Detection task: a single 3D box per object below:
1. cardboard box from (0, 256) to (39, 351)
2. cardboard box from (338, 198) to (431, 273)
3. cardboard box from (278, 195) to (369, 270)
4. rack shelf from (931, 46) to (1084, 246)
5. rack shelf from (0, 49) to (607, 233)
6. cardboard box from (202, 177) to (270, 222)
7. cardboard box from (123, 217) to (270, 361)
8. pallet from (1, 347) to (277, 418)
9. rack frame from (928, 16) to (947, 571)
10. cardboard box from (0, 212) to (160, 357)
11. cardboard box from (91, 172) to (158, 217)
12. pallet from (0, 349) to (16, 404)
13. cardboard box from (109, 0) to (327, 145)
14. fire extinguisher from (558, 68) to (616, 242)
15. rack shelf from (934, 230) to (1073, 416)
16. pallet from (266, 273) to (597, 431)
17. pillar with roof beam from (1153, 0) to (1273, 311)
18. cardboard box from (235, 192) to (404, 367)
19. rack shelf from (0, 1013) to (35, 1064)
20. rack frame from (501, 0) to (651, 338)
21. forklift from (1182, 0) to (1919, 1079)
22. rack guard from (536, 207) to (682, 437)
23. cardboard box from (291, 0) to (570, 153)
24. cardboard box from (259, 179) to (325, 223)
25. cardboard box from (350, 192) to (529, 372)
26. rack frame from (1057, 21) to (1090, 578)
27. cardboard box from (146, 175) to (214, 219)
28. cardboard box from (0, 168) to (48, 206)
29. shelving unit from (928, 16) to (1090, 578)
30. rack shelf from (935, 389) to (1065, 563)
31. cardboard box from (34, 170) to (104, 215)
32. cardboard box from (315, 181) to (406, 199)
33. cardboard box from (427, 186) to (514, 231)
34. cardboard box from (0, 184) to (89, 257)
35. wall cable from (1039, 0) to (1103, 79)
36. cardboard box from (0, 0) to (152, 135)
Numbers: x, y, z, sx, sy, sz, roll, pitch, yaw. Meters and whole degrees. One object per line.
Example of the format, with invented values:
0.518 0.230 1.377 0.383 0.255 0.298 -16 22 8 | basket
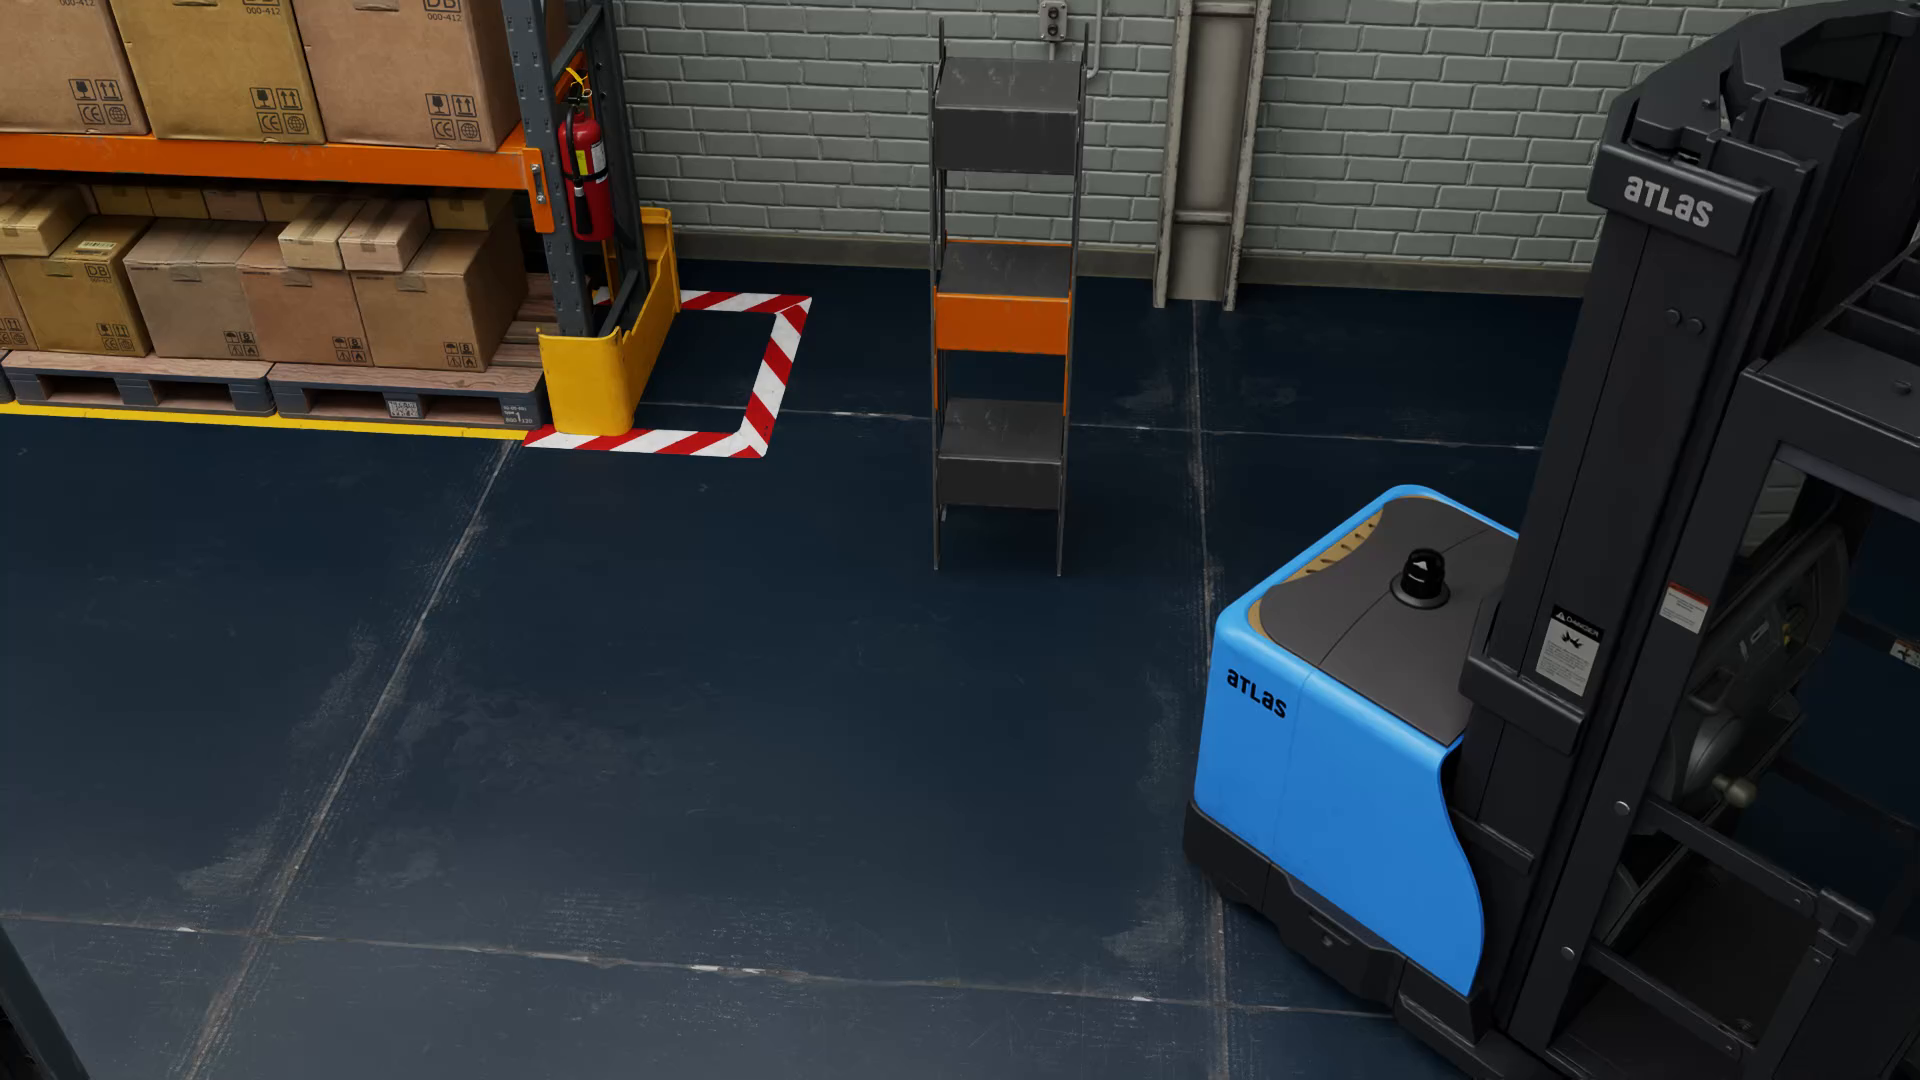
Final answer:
-4.354 -1.270 7.582 0.500 0.500 0.700 3 39 3 | cardboard box
-2.455 -1.306 7.112 0.250 0.149 0.380 3 39 3 | cardboard box
-2.710 -1.319 7.128 0.250 0.149 0.380 4 39 5 | cardboard box
0.165 -1.338 5.643 0.480 0.518 0.431 3 39 4 | rack shelf
-3.598 -1.823 7.184 4.000 0.370 1.077 3 39 4 | rack shelf
-3.177 -1.587 7.457 0.250 0.149 0.380 4 39 4 | cardboard box
-3.311 -1.216 7.515 0.500 0.500 0.700 2 39 2 | cardboard box
-3.621 -0.974 7.780 1.213 0.211 1.003 3 39 4 | pallet
-0.078 -0.819 6.092 0.015 2.100 0.400 3 39 4 | rack frame
-3.843 -1.241 7.546 0.500 0.500 0.700 4 39 5 | cardboard box
-3.685 -1.615 7.491 0.250 0.149 0.380 2 39 3 | cardboard box
-4.840 -1.039 7.859 1.213 0.211 1.003 3 39 4 | pallet
-2.840 -2.164 6.795 0.700 0.700 0.980 3 39 3 | cardboard box
-1.495 -1.520 6.598 0.183 0.674 0.296 3 39 4 | fire extinguisher
0.165 -0.795 6.085 0.480 0.518 0.431 3 39 4 | rack shelf
-2.409 -0.906 7.696 1.213 0.211 1.003 3 39 4 | pallet
0.788 -2.009 2.090 0.400 9.000 9.100 3 39 4 | pillar with roof beam
-2.810 -1.189 7.482 0.500 0.500 0.700 3 39 4 | cardboard box
-4.022 1.292 3.356 4.000 0.370 1.077 3 39 4 | rack shelf
-1.605 -1.993 6.823 0.127 3.000 1.000 3 39 4 | rack frame
2.108 0.374 3.969 1.130 2.935 3.031 -31 49 -33 | forklift
-1.582 -1.023 7.610 0.348 0.500 1.175 3 39 4 | rack guard
-2.114 -2.131 6.755 0.700 0.700 0.980 5 39 6 | cardboard box
-2.924 -1.574 7.441 0.250 0.149 0.380 3 39 4 | cardboard box
-2.311 -1.162 7.449 0.500 0.500 0.700 3 39 4 | cardboard box
0.408 -0.792 6.060 0.015 2.100 0.400 3 39 4 | rack frame
-3.433 -1.600 7.474 0.250 0.149 0.380 4 39 4 | cardboard box
-4.194 -1.642 7.525 0.250 0.149 0.380 2 39 2 | cardboard box
0.165 -0.805 6.076 0.503 2.100 0.431 3 39 4 | shelving unit
0.165 -0.252 6.527 0.480 0.518 0.431 3 39 4 | rack shelf
-3.942 -1.628 7.508 0.250 0.149 0.380 4 39 4 | cardboard box
-2.674 -1.560 7.424 0.250 0.149 0.380 3 39 4 | cardboard box
-2.170 -1.533 7.390 0.250 0.149 0.380 3 39 4 | cardboard box
-4.009 -1.389 7.214 0.250 0.149 0.380 2 39 3 | cardboard box
-0.248 -2.913 7.147 1.851 1.984 0.084 3 39 4 | wall cable
-3.599 -2.211 6.853 0.700 0.700 0.980 1 39 2 | cardboard box
